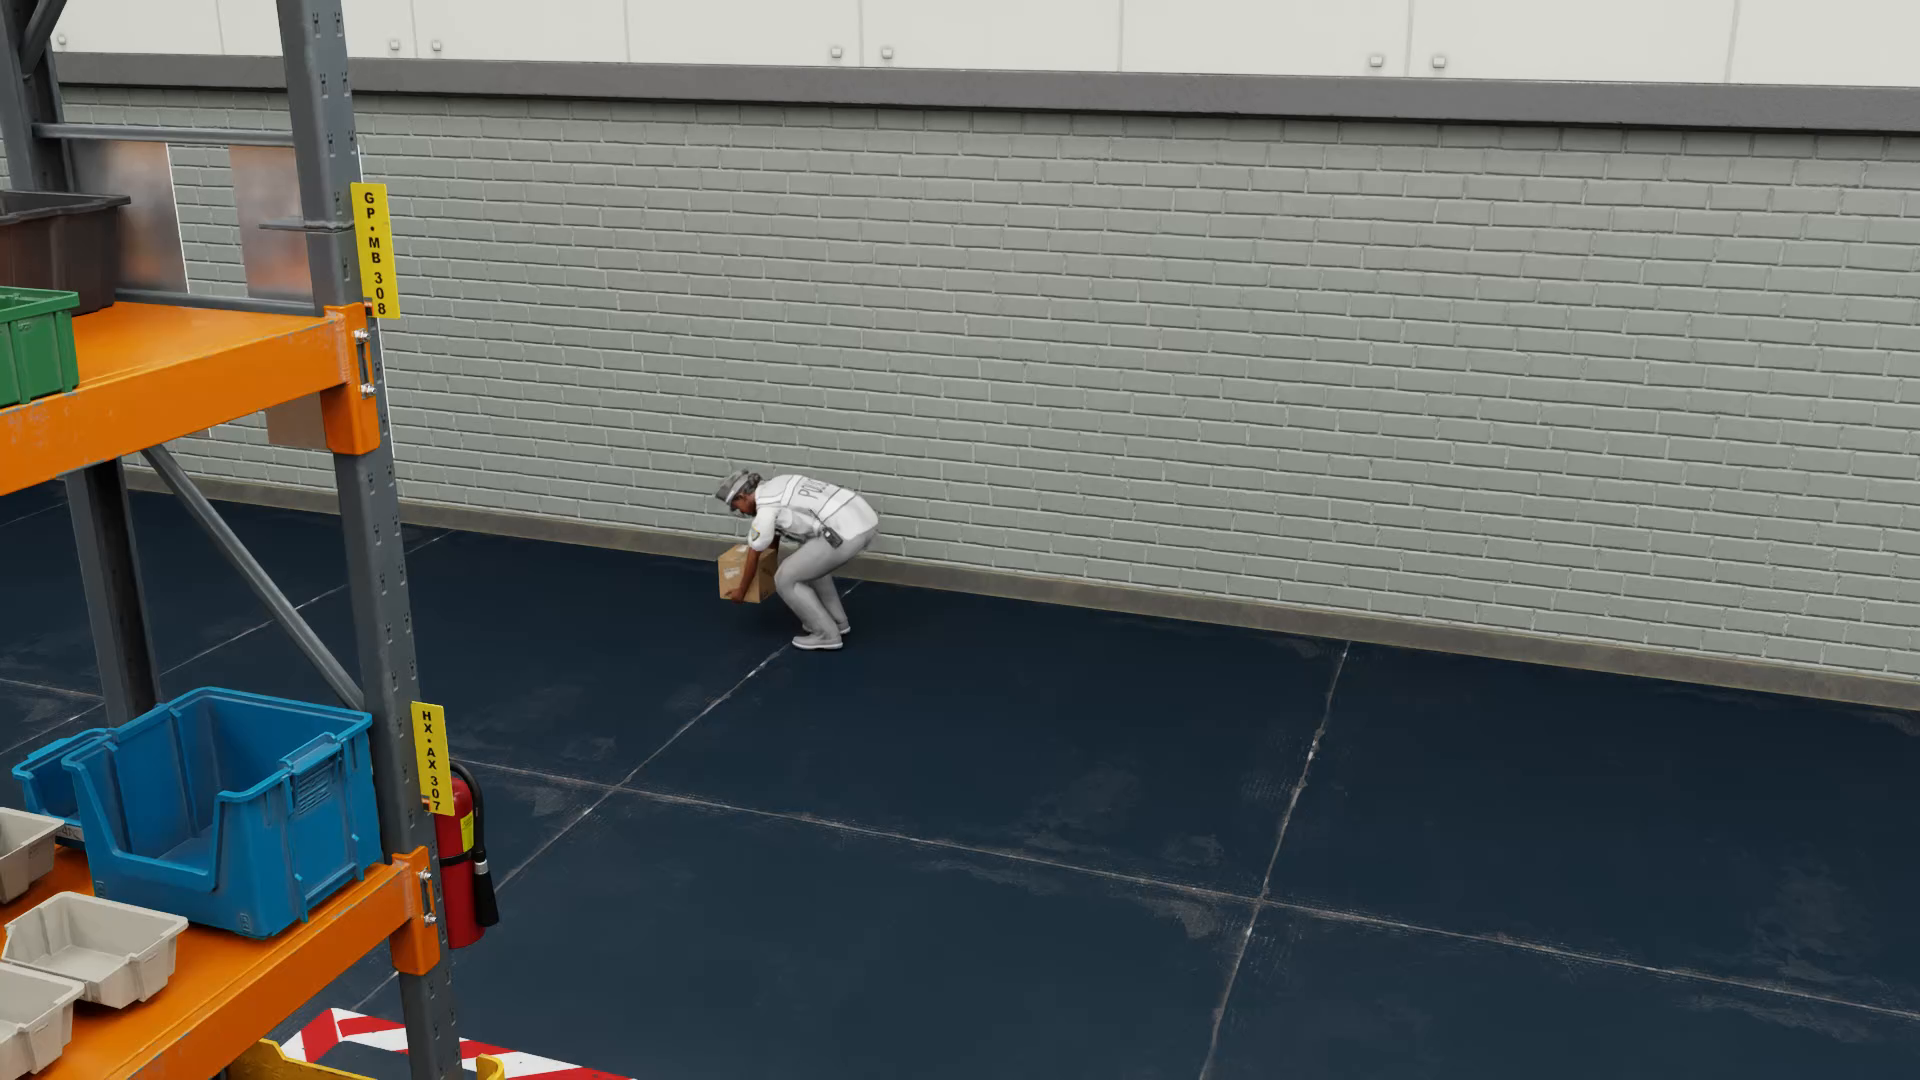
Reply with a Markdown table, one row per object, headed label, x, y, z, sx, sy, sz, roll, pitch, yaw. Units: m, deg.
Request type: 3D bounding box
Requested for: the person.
| label | x | y | z | sx | sy | sz | roll | pitch | yaw |
| --- | --- | --- | --- | --- | --- | --- | --- | --- | --- |
| person | -0.923 | 0.088 | 9.358 | 0.927 | 0.989 | 0.463 | 5 | 20 | 16 |
